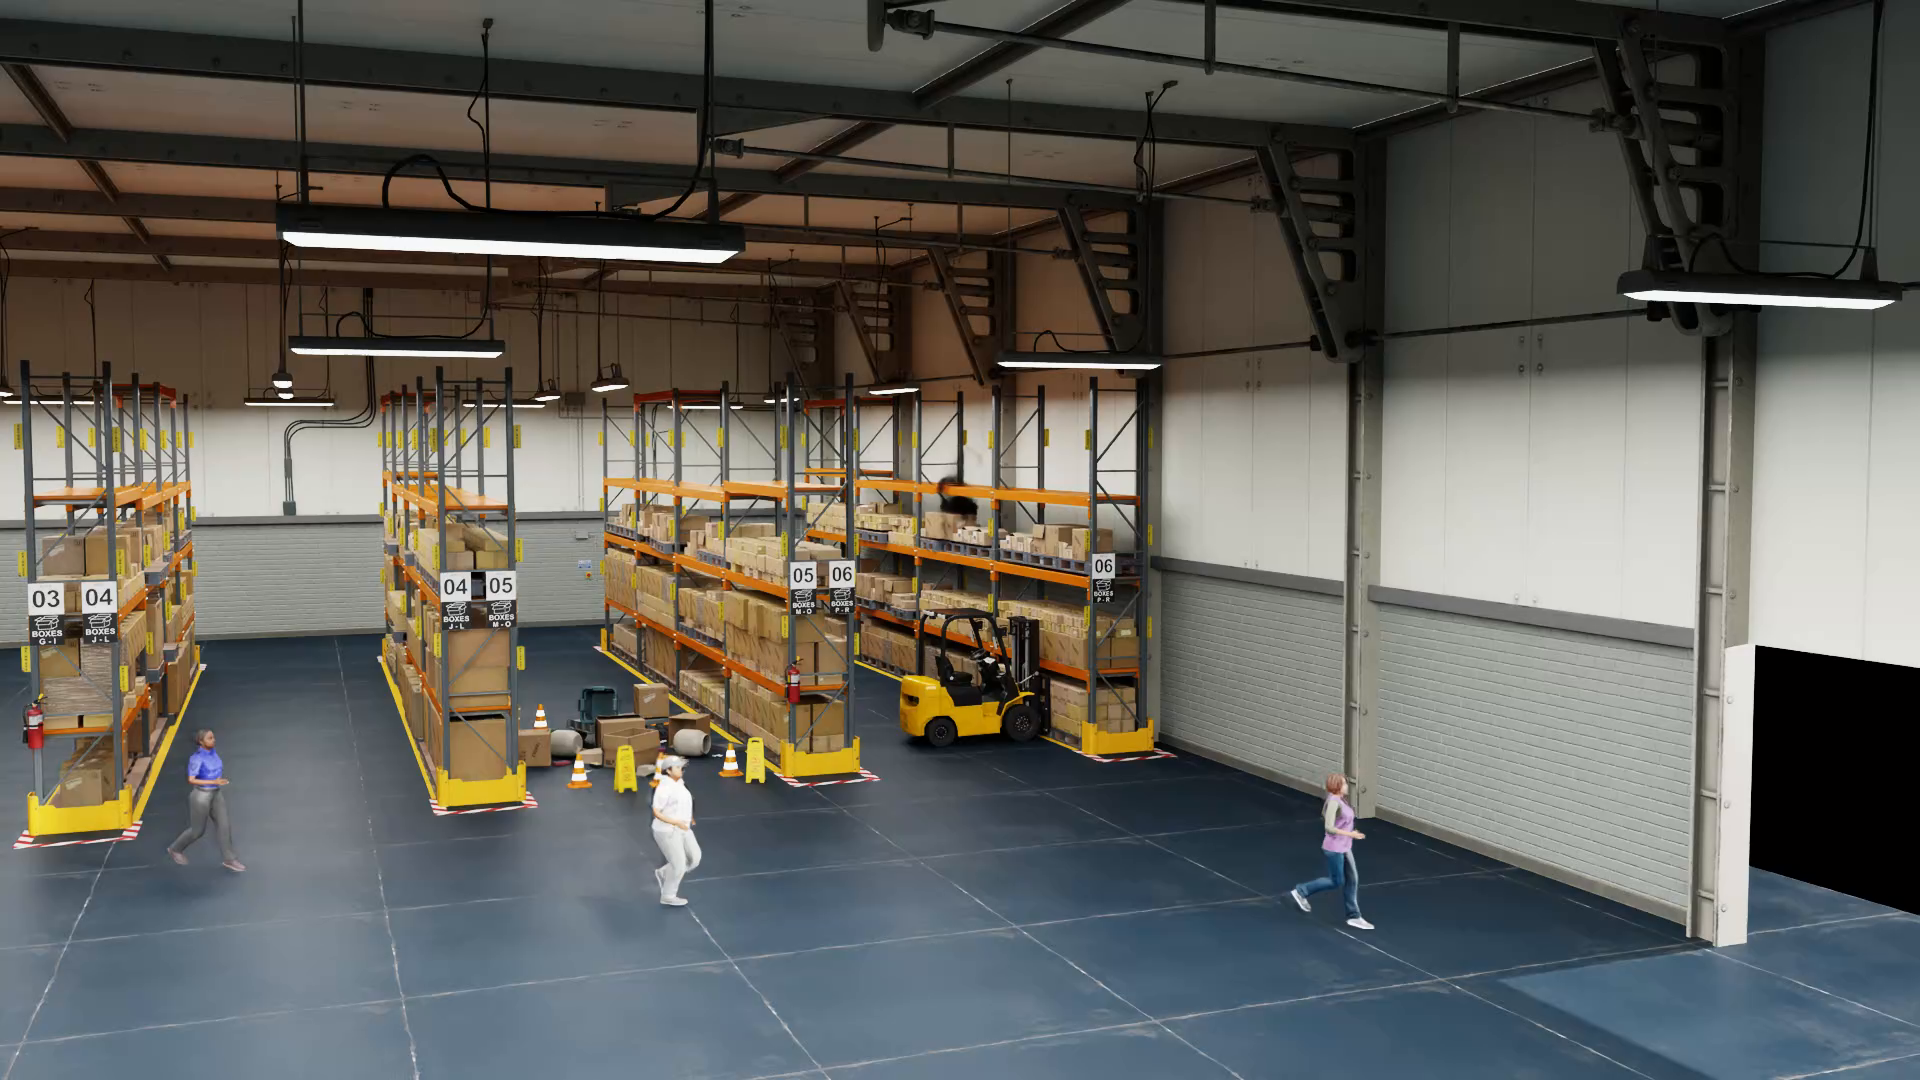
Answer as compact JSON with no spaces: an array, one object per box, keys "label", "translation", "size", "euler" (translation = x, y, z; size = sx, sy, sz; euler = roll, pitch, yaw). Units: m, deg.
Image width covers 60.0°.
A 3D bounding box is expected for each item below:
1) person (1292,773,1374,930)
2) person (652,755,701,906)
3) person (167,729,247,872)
[{"label":"person","translation":[3.842,3.180,17.083],"size":[0.839,1.588,0.538],"euler":[2,4,25]},{"label":"person","translation":[-3.079,3.116,17.863],"size":[0.543,1.621,0.585],"euler":[1,4,16]},{"label":"person","translation":[-8.725,3.011,19.212],"size":[0.936,1.654,0.584],"euler":[1,4,12]}]
